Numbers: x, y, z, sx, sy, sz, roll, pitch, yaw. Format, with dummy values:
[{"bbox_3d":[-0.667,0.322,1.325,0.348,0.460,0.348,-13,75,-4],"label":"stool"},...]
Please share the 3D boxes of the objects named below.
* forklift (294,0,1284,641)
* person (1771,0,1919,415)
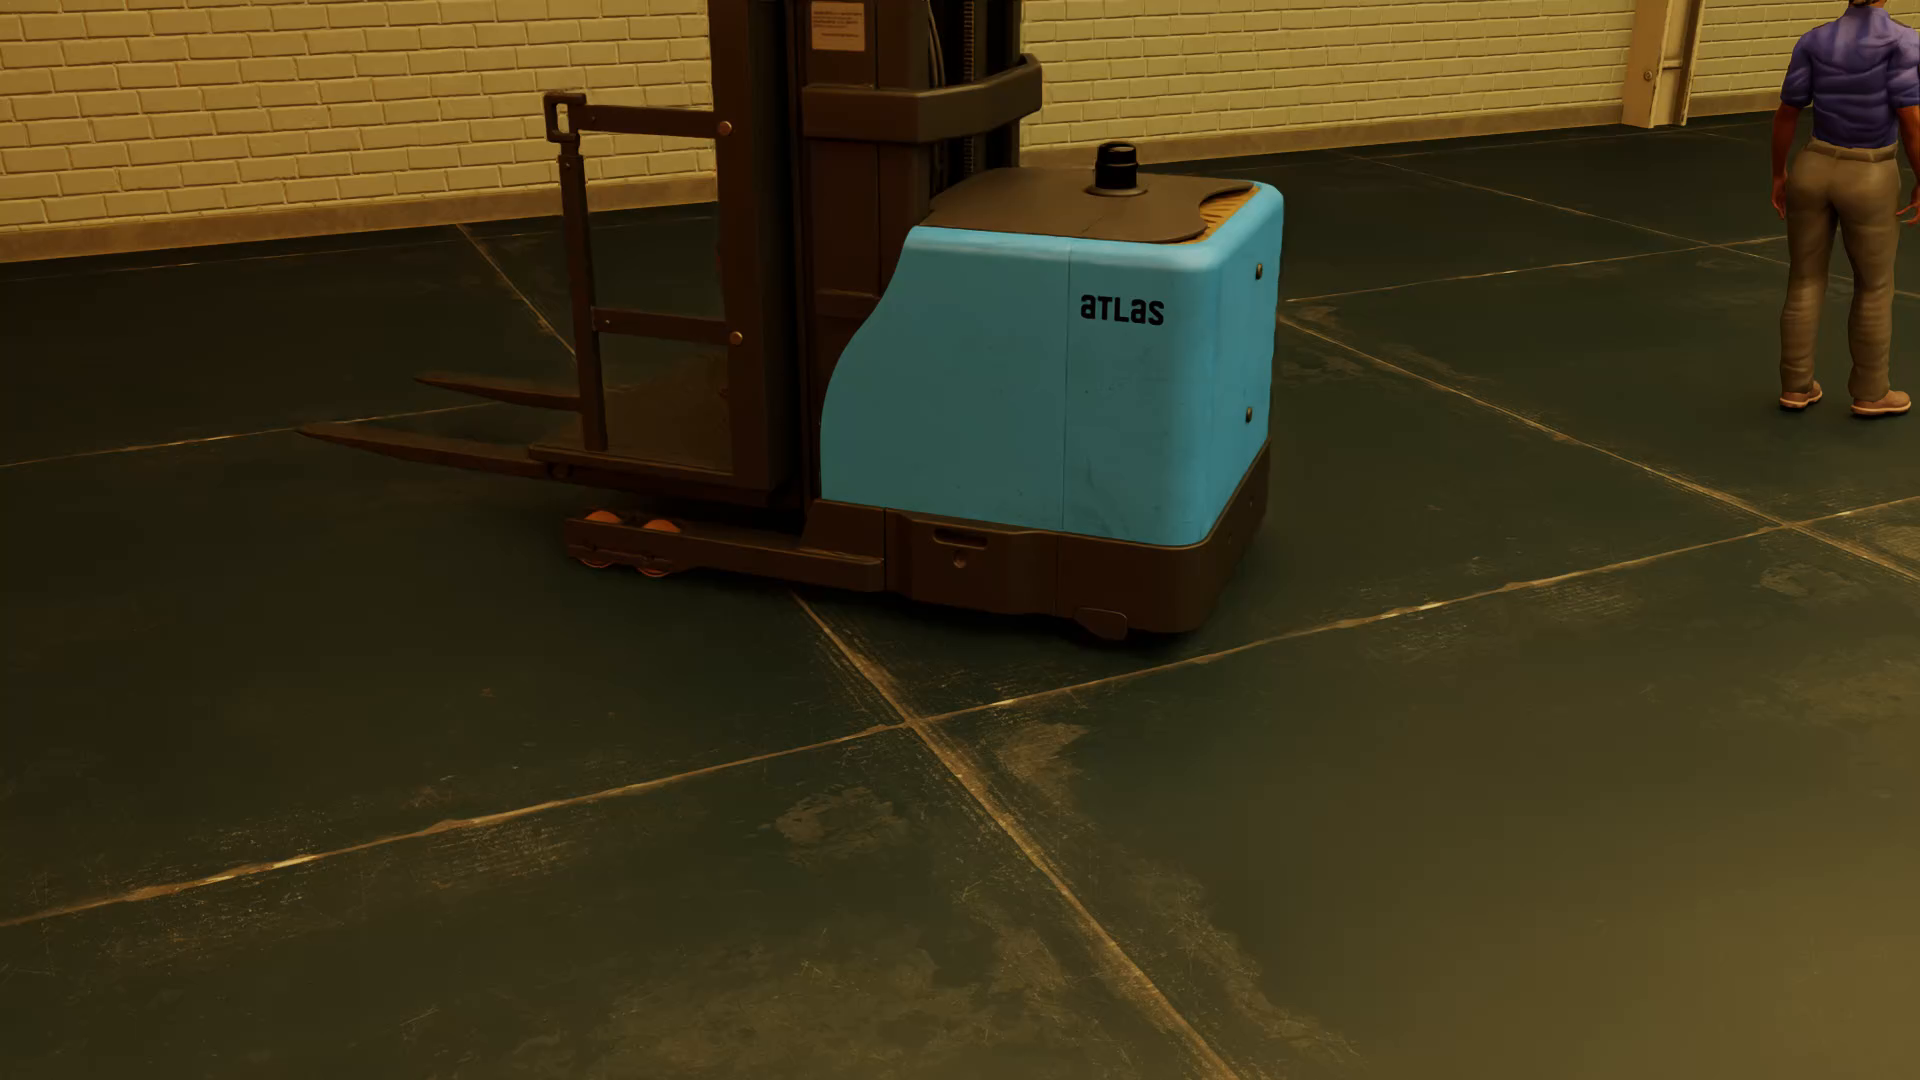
[{"bbox_3d":[-0.627,-1.423,4.712,3.031,2.935,1.130,8,24,19],"label":"forklift"},{"bbox_3d":[3.242,-1.275,6.019,0.504,1.640,0.569,-19,29,-38],"label":"person"}]
